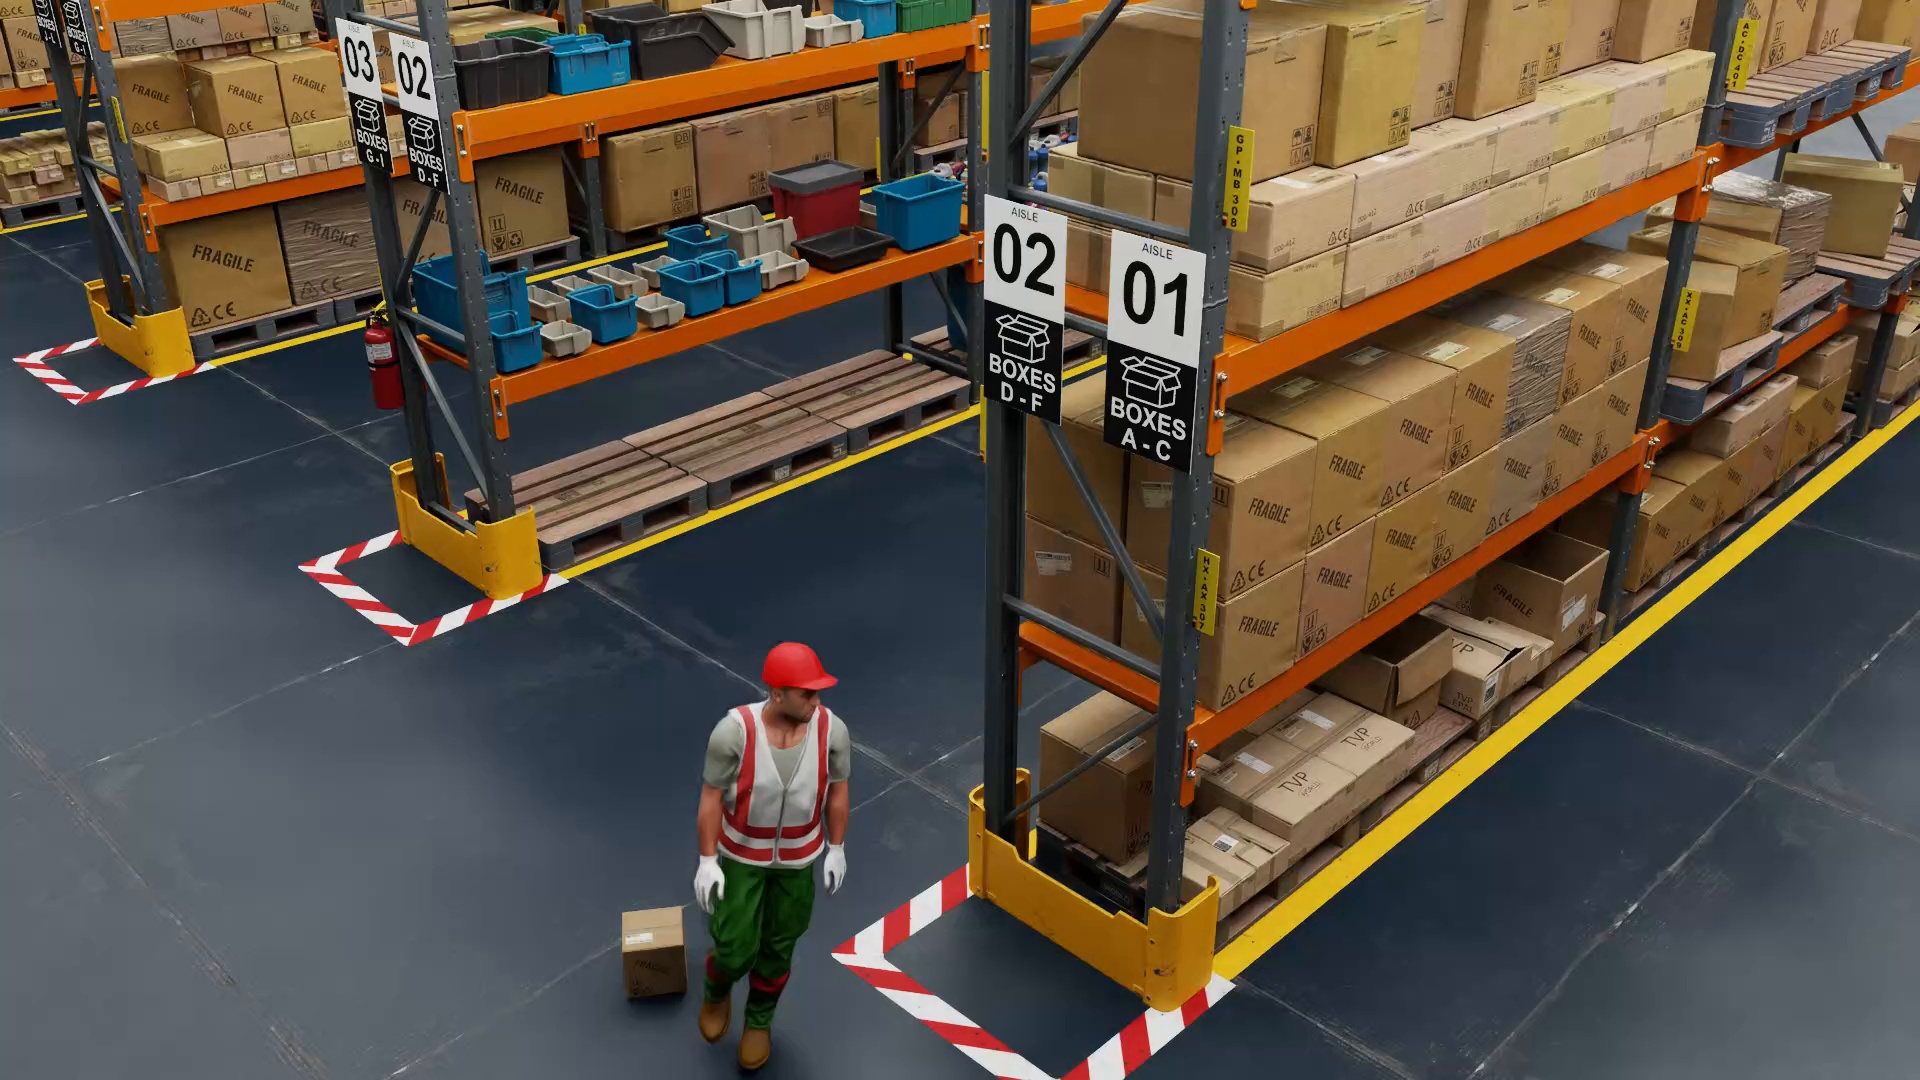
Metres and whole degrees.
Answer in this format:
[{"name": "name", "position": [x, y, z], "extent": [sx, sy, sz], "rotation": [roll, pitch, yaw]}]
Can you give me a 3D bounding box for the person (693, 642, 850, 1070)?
[{"name": "person", "position": [-0.707, 1.207, 6.241], "extent": [0.658, 1.772, 0.438], "rotation": [-7, 28, -12]}]
